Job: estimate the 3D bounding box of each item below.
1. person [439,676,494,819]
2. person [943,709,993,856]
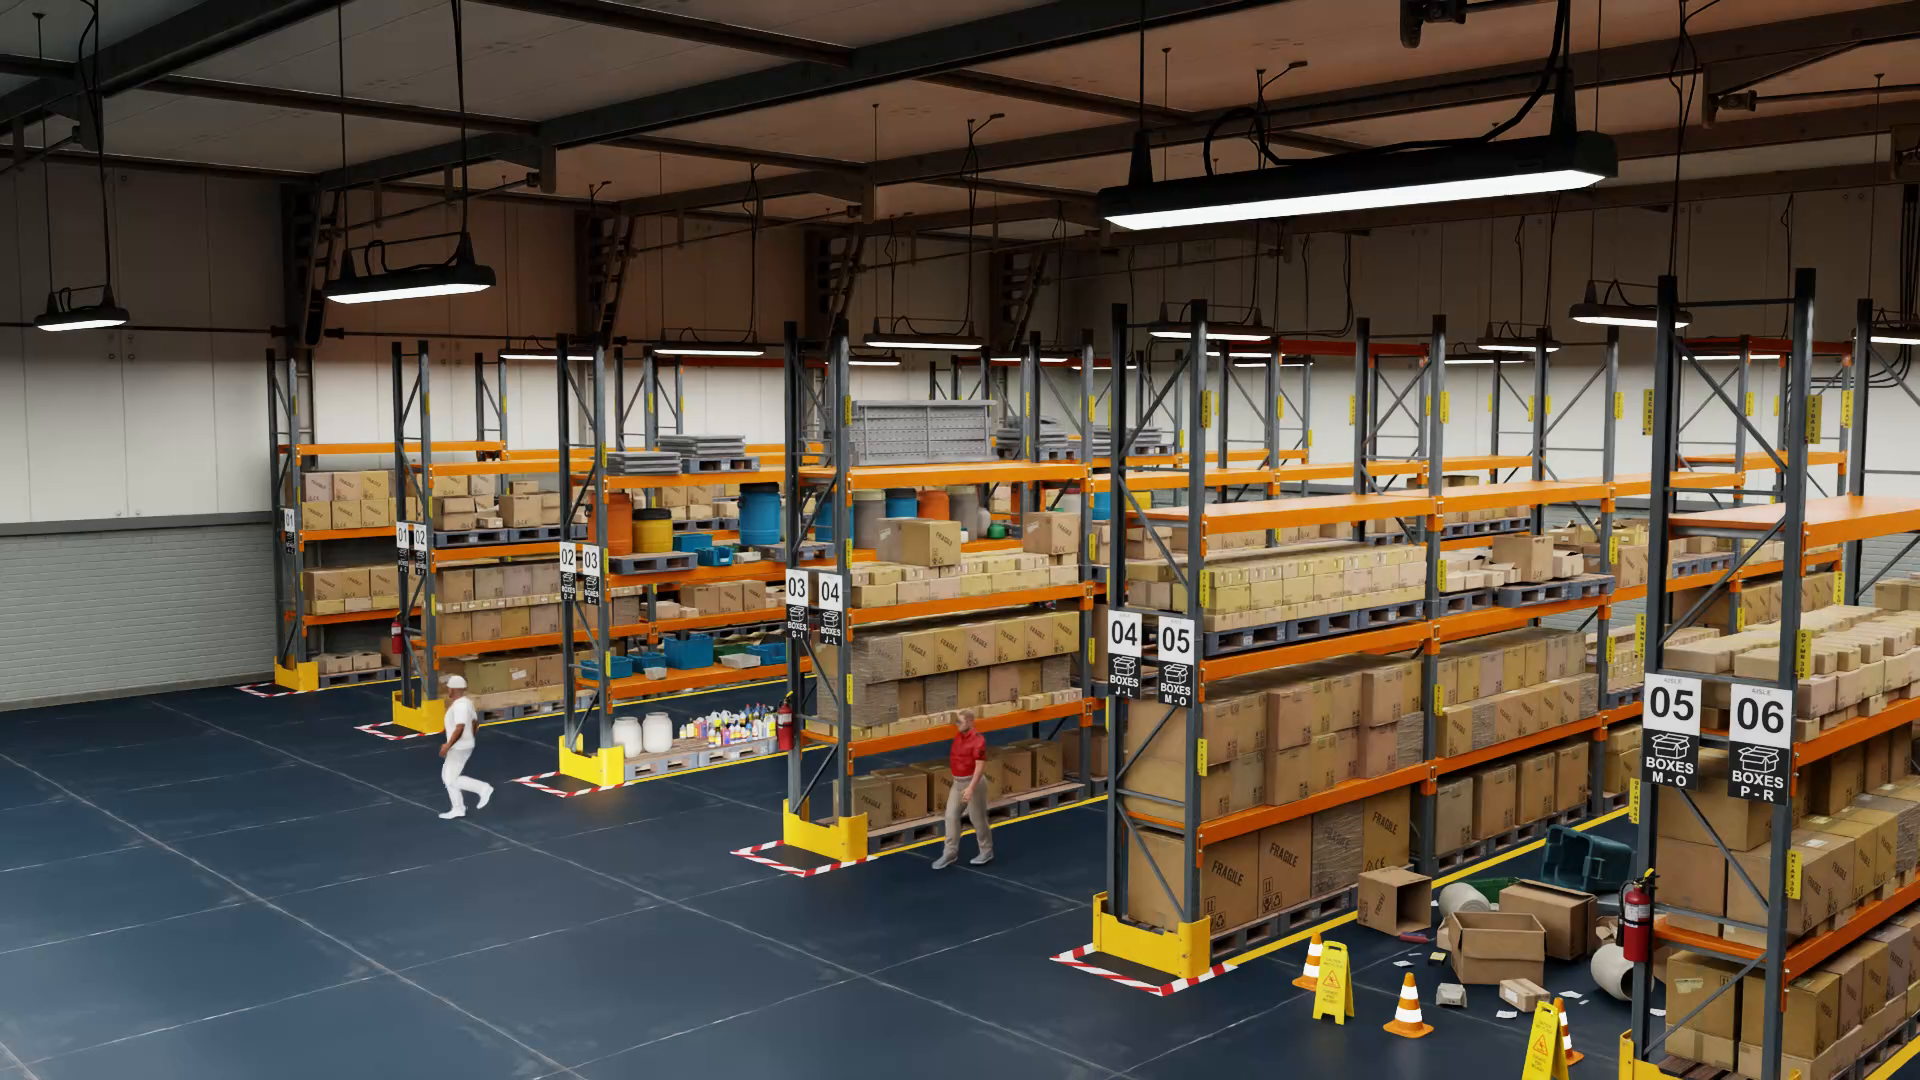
[{"bbox_3d":[-6.086,2.538,20.450,0.655,1.730,0.616,-1,5,-14],"label":"person"},{"bbox_3d":[0.104,2.679,18.314,0.541,1.647,0.586,-3,6,-34],"label":"person"}]
